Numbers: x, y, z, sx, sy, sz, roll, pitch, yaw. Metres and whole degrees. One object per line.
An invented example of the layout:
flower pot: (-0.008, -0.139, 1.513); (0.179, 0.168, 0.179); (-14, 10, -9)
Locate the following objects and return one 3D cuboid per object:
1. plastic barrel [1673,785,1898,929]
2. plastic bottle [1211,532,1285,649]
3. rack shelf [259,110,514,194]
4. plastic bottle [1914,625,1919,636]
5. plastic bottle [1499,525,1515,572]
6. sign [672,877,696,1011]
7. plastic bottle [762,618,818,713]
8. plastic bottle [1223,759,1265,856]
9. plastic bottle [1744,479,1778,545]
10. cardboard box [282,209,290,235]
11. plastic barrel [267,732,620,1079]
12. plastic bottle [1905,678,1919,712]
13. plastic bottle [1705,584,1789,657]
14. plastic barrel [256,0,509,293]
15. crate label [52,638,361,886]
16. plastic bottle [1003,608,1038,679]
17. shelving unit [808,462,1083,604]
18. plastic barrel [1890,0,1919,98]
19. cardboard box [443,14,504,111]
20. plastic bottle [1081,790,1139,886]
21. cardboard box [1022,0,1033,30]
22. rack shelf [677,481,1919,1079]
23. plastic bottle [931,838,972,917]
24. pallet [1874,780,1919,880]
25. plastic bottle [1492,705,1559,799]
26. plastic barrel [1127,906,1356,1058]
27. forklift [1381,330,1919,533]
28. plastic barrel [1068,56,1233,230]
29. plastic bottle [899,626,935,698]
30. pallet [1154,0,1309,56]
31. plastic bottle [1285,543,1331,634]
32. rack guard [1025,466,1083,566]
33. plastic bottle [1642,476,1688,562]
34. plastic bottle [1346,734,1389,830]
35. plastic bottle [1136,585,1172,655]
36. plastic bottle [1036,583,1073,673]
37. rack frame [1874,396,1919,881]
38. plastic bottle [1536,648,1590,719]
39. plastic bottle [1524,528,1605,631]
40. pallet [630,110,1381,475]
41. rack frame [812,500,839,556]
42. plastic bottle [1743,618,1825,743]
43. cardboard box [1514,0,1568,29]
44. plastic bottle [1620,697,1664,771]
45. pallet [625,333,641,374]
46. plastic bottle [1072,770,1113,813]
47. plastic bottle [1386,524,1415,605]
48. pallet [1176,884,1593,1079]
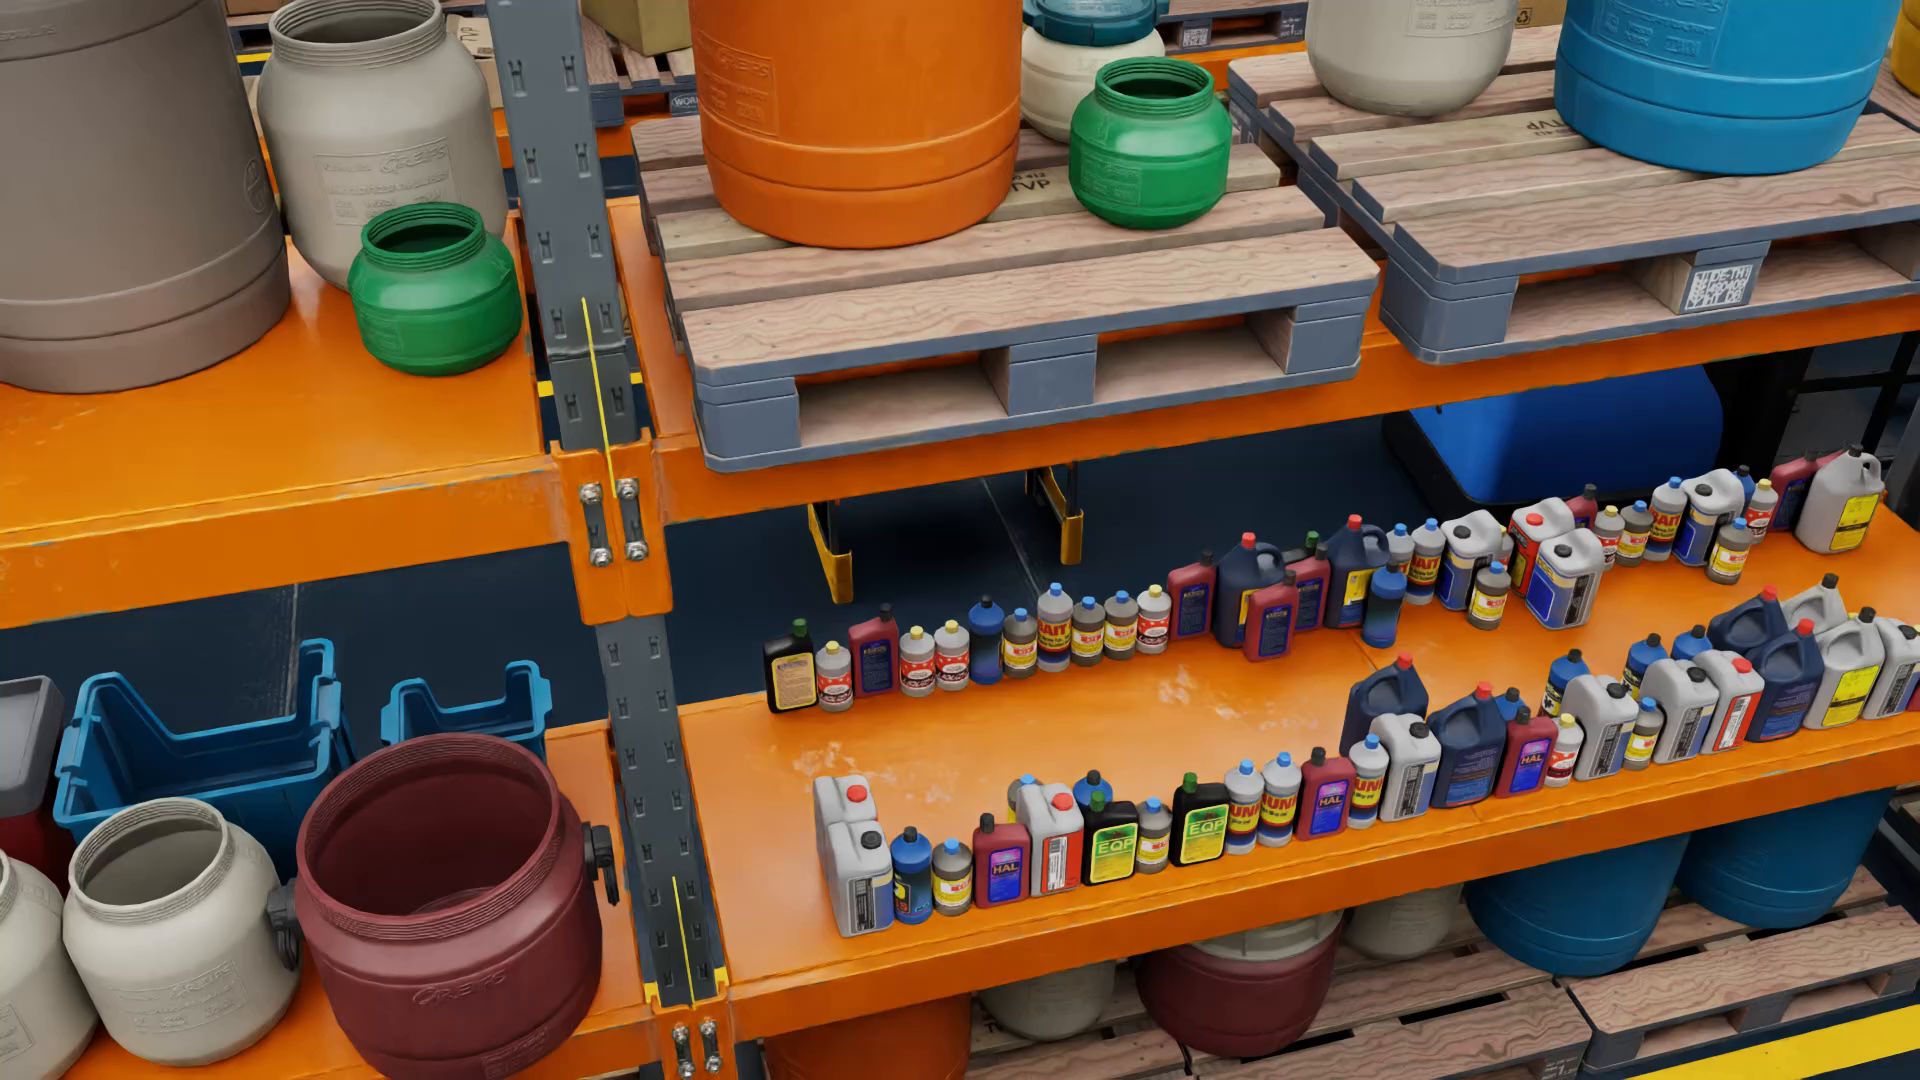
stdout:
plastic barrel: (2.598, 0.711, 5.233); (0.708, 0.901, 0.600); (-9, 38, -12)
plastic bottle: (0.813, 0.125, 4.658); (0.185, 0.351, 0.144); (-9, 38, -12)
rack shelf: (-3.953, -1.702, 7.598); (4.000, 0.370, 1.077); (-9, 38, -12)
plastic bottle: (2.582, 0.319, 4.528); (0.097, 0.201, 0.097); (0, 37, 0)
plastic bottle: (1.568, 0.046, 4.885); (0.097, 0.201, 0.097); (0, 37, 0)
sign: (-0.584, 0.858, 3.525); (0.005, 0.325, 0.100); (-9, 38, -12)
plastic bottle: (-0.455, 0.334, 4.441); (0.133, 0.283, 0.061); (-9, 38, -12)
plastic bottle: (0.685, 0.640, 4.050); (0.097, 0.271, 0.097); (0, 37, 0)
plastic bottle: (2.427, -0.095, 5.069); (0.097, 0.201, 0.097); (0, 37, 0)
cardboard box: (-3.109, -1.603, 8.333); (0.500, 0.311, 0.500); (-10, 39, -13)
plastic barrel: (-1.103, 0.799, 3.625); (0.708, 0.536, 0.600); (-9, 38, -12)
plastic bottle: (2.620, 0.330, 4.446); (0.133, 0.283, 0.061); (-9, 38, -12)
plastic bottle: (2.109, 0.270, 4.469); (0.185, 0.351, 0.144); (-9, 38, -12)
plastic barrel: (-1.114, -0.765, 3.220); (0.421, 0.512, 0.421); (0, 37, 0)
crate label: (-1.764, 0.586, 3.986); (0.616, 0.435, 0.502); (-9, 38, -12)
plastic bottle: (0.166, 0.276, 4.584); (0.097, 0.201, 0.097); (0, 37, 0)
shelving unit: (-0.074, -0.584, 6.779); (1.083, 1.500, 0.587); (-9, 38, -12)
plastic barrel: (2.299, -1.201, 3.382); (0.600, 0.588, 0.600); (0, 37, 0)
cardboard box: (-2.385, -2.237, 7.779); (0.500, 0.311, 0.500); (-7, 38, -9)
plastic bottle: (0.356, 0.701, 3.961); (0.133, 0.283, 0.061); (-9, 38, -12)
cardboard box: (0.150, -2.829, 8.051); (0.500, 0.500, 0.700); (-19, 41, -23)
rack shelf: (1.196, 0.570, 4.628); (4.000, 0.370, 1.077); (-9, 38, -12)
plastic bottle: (-0.019, 0.784, 3.920); (0.097, 0.201, 0.097); (0, 37, 0)
pallet: (3.827, 0.936, 5.852); (1.213, 0.211, 1.003); (-9, 38, -12)
plastic bottle: (1.426, 0.526, 4.190); (0.133, 0.283, 0.061); (-9, 38, -12)
plastic barrel: (0.824, 1.126, 4.948); (0.708, 0.588, 0.600); (-9, 38, -12)
forklift: (3.544, -1.515, 6.818); (3.031, 2.935, 1.130); (-6, 38, -7)
plastic barrel: (0.348, -0.728, 3.046); (0.294, 0.245, 0.294); (0, 37, 0)
plastic bottle: (-0.116, 0.322, 4.524); (0.097, 0.201, 0.097); (0, 37, 0)
pallet: (1.039, -2.799, 8.599); (1.213, 0.211, 1.003); (-9, 38, -12)
plastic bottle: (0.971, 0.138, 4.697); (0.133, 0.283, 0.061); (-9, 38, -12)
rack guard: (0.407, -0.166, 7.261); (0.087, 0.250, 0.587); (-9, 38, -12)
plastic bottle: (2.109, -0.071, 4.980); (0.097, 0.271, 0.097); (0, 37, 0)
plastic bottle: (1.002, 0.588, 4.118); (0.097, 0.271, 0.097); (0, 37, 0)
plastic bottle: (0.542, 0.214, 4.665); (0.097, 0.201, 0.097); (0, 37, 0)
plastic bottle: (0.260, 0.233, 4.583); (0.097, 0.271, 0.097); (0, 37, 0)
rack frame: (3.127, -0.032, 4.823); (0.127, 3.000, 1.000); (-9, 38, -12)
plastic bottle: (1.587, 0.397, 4.369); (0.097, 0.271, 0.097); (0, 37, 0)
plastic bottle: (1.727, 0.103, 4.749); (0.135, 0.276, 0.152); (-9, 38, -12)
pallet: (0.030, -0.579, 3.224); (1.213, 0.211, 1.003); (-9, 38, -12)
rack frame: (-0.573, -0.502, 6.671); (0.032, 1.500, 0.500); (-9, 38, -12)
plastic bottle: (2.147, 0.354, 4.359); (0.185, 0.351, 0.144); (-9, 38, -12)
cardboard box: (2.896, -2.982, 8.597); (0.500, 0.500, 0.500); (-9, 38, -11)
plastic bottle: (1.757, 0.492, 4.301); (0.097, 0.201, 0.097); (0, 37, 0)
pallet: (-1.292, -1.293, 8.767); (1.213, 0.211, 1.003); (-9, 38, -12)
plastic bottle: (0.317, 0.662, 4.021); (0.097, 0.271, 0.097); (0, 37, 0)
plastic bottle: (1.250, 0.070, 4.796); (0.097, 0.271, 0.097); (0, 37, 0)
pallet: (1.191, 1.369, 5.287); (1.213, 0.211, 1.003); (-9, 38, -12)
